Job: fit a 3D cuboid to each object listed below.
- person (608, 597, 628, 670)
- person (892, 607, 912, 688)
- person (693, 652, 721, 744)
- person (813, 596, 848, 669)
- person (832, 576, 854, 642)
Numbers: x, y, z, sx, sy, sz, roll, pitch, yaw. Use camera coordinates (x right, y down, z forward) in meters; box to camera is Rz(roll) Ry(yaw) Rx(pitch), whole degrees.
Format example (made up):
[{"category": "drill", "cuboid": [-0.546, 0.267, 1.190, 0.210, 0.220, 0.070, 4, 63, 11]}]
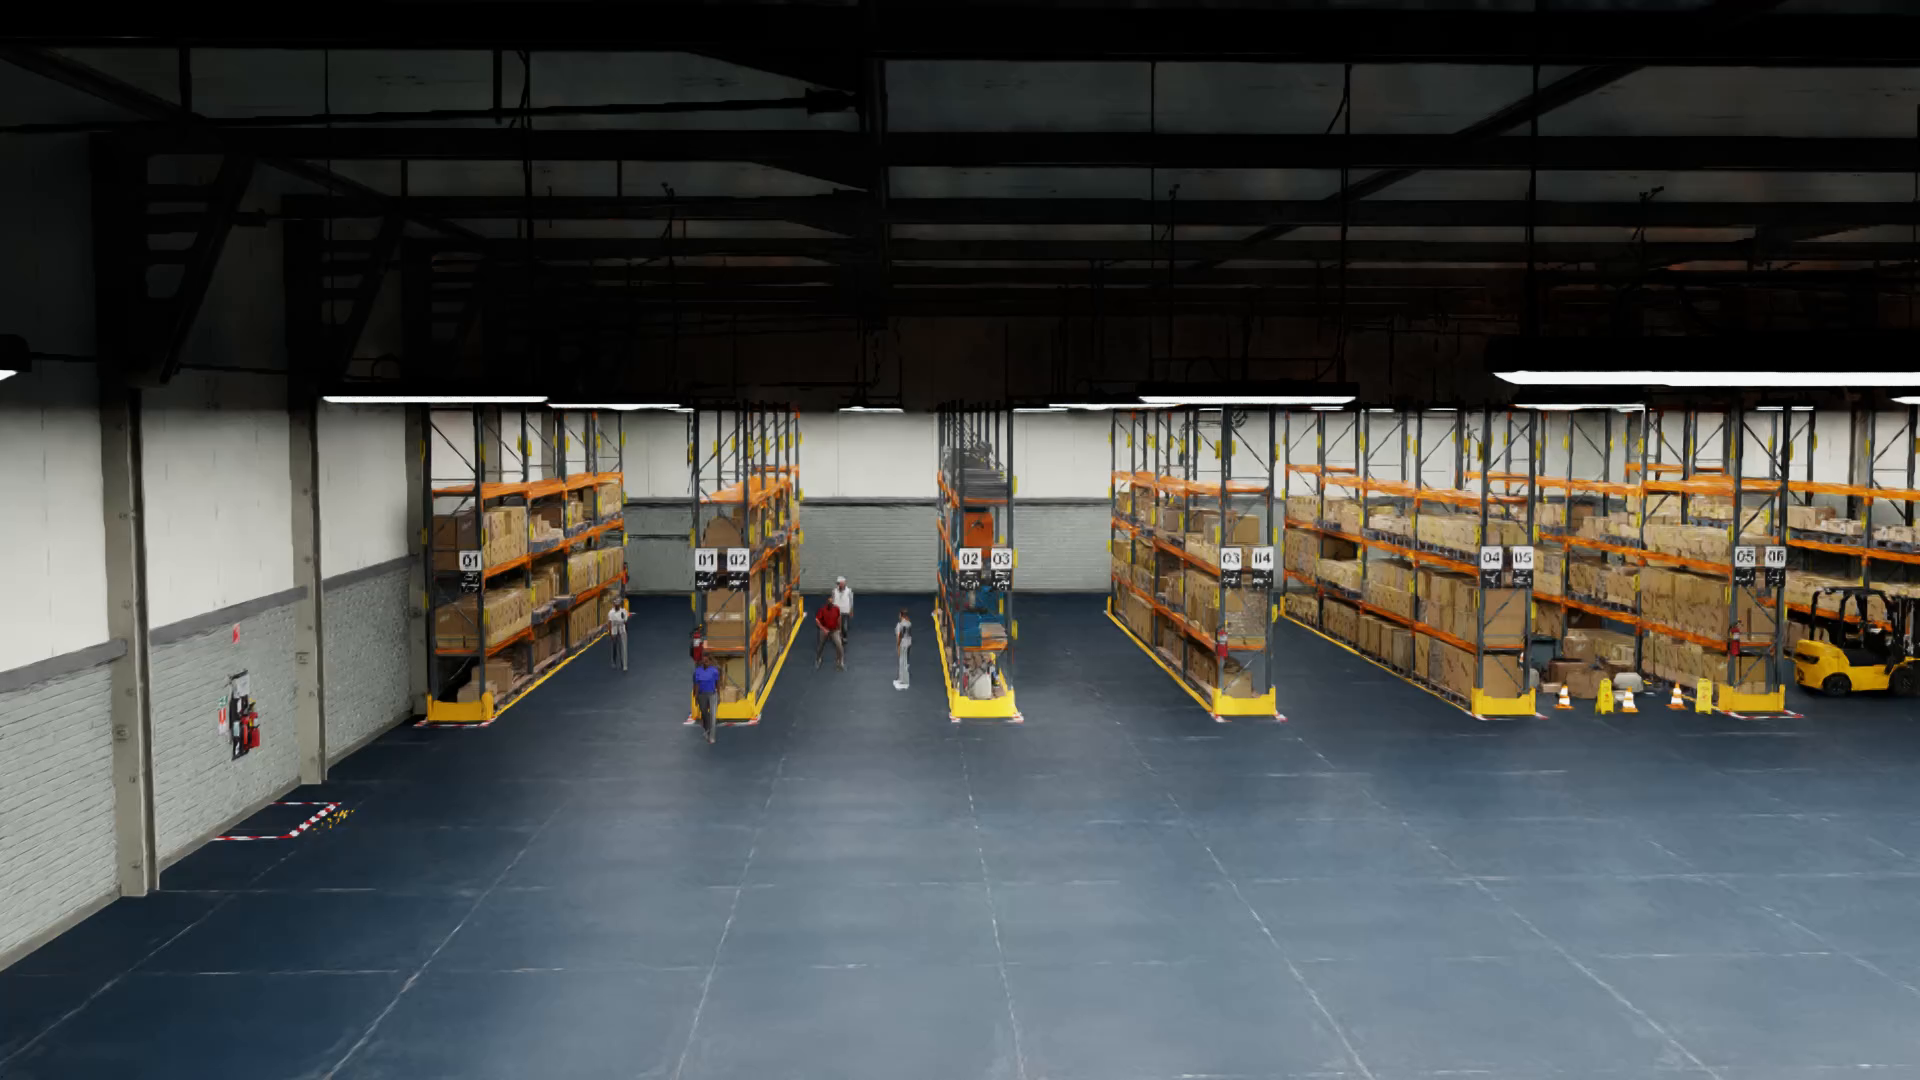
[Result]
[{"category": "person", "cuboid": [-7.659, 2.069, 37.237, 0.448, 1.611, 0.995, -1, 4, -10]}, {"category": "person", "cuboid": [-1.222, 2.235, 34.767, 0.477, 1.675, 0.487, 2, 5, 29]}, {"category": "person", "cuboid": [-4.416, 2.723, 28.963, 0.447, 1.550, 1.088, 0, 4, 1]}, {"category": "person", "cuboid": [-2.931, 2.055, 37.277, 0.701, 1.662, 0.857, -1, 5, -18]}, {"category": "person", "cuboid": [-2.898, 1.740, 41.134, 0.553, 1.725, 1.030, 0, 4, -4]}]
